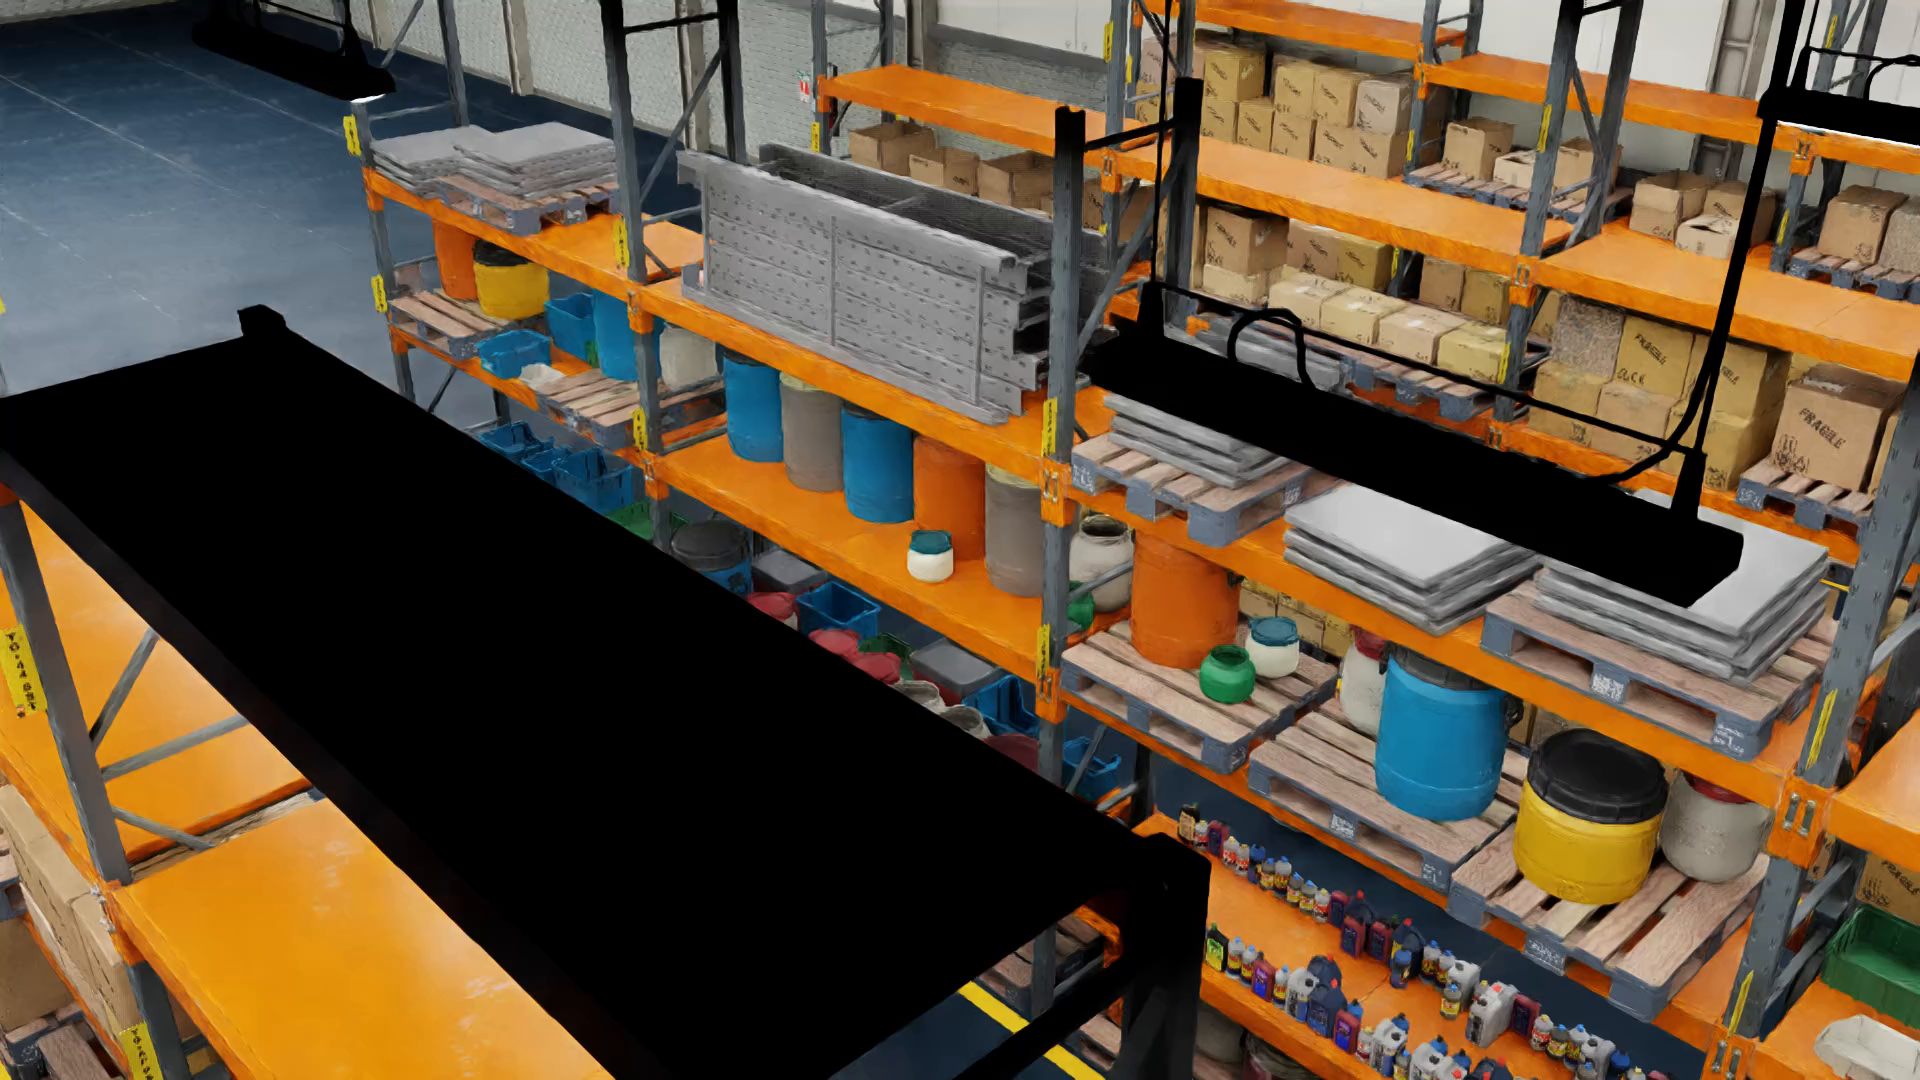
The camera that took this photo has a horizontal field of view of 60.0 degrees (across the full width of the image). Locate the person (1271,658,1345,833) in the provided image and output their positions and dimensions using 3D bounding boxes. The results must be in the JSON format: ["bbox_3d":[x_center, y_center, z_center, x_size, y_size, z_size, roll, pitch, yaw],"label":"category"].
[{"bbox_3d":[2.875,1.587,12.180,0.482,1.587,1.086,-22,35,-35],"label":"person"}]
